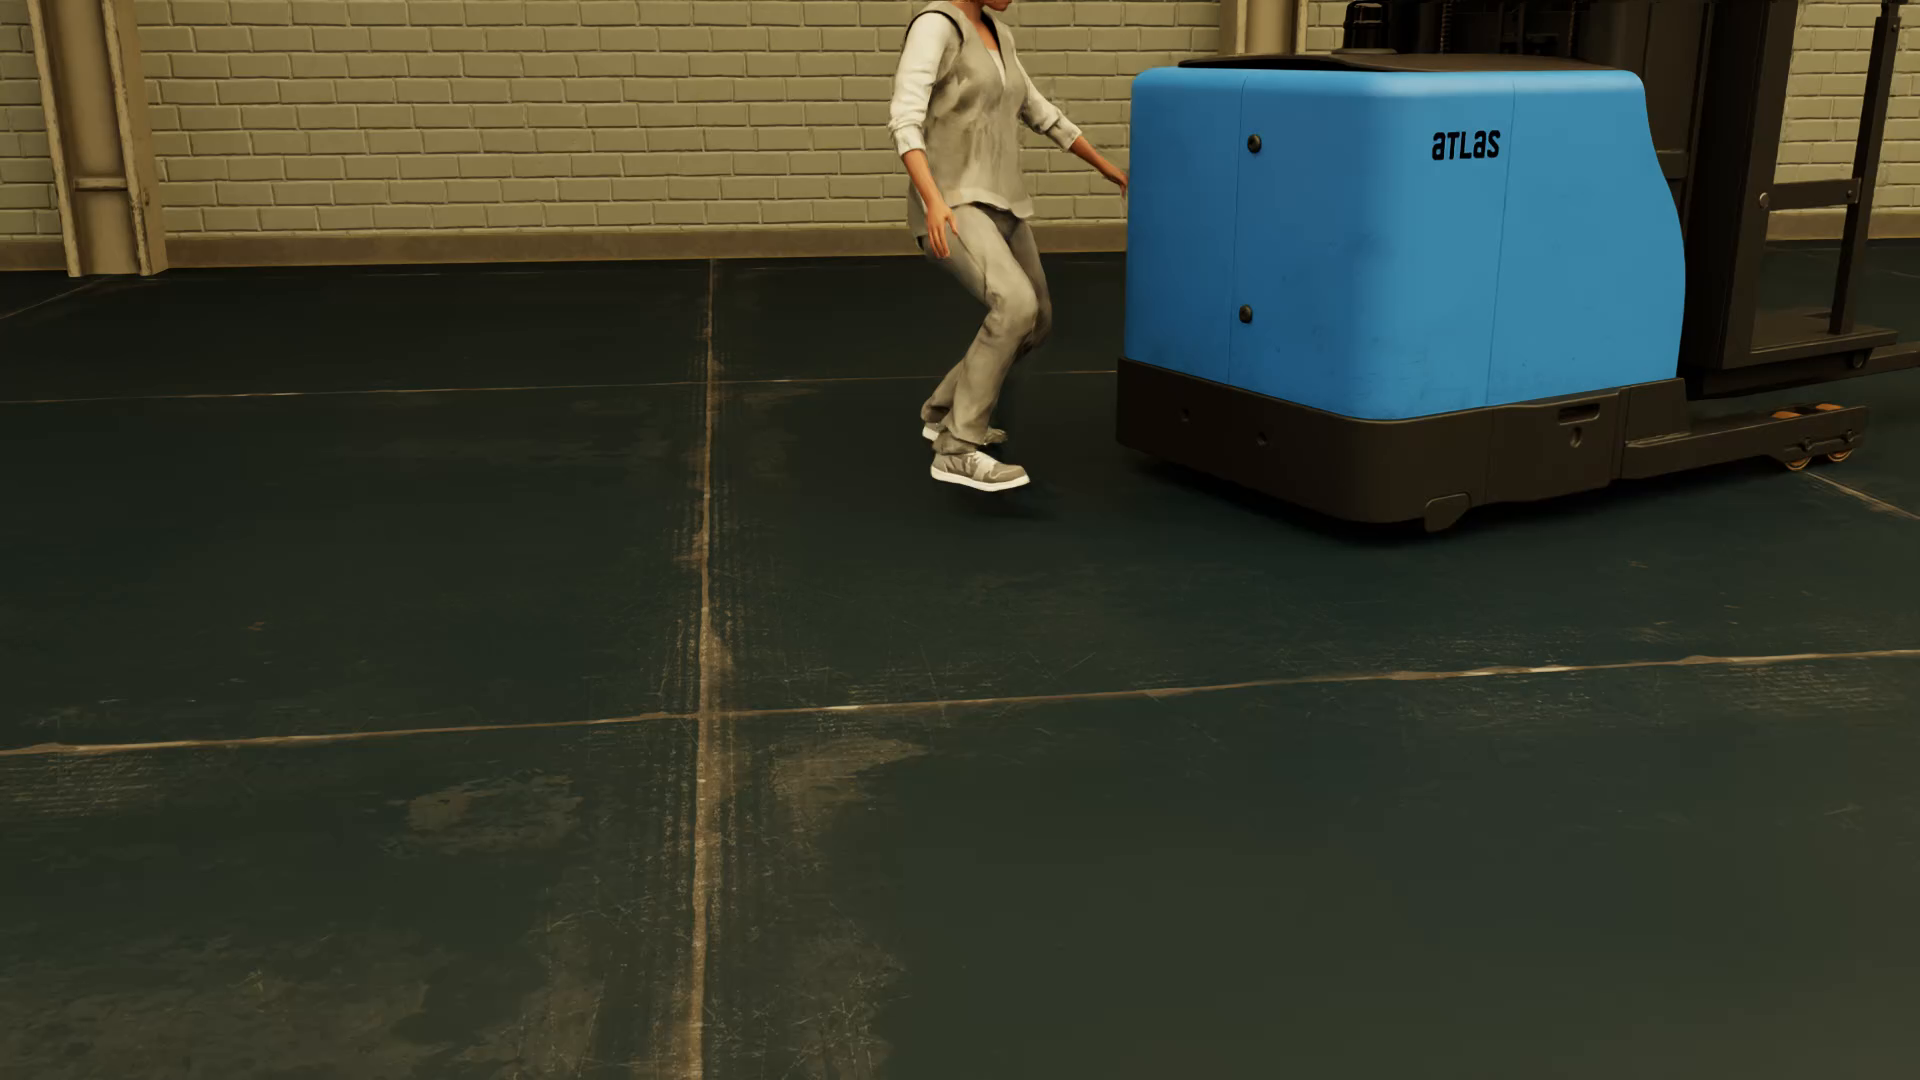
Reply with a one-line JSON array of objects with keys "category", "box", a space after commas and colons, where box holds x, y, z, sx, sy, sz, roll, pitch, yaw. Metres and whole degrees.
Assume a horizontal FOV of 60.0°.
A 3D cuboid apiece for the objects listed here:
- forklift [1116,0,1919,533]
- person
[{"category": "forklift", "box": [1.964, -1.714, 4.575, 3.031, 2.935, 1.130, -10, 19, -29]}, {"category": "person", "box": [0.078, -0.877, 4.417, 0.646, 1.469, 0.816, 11, 20, 31]}]
